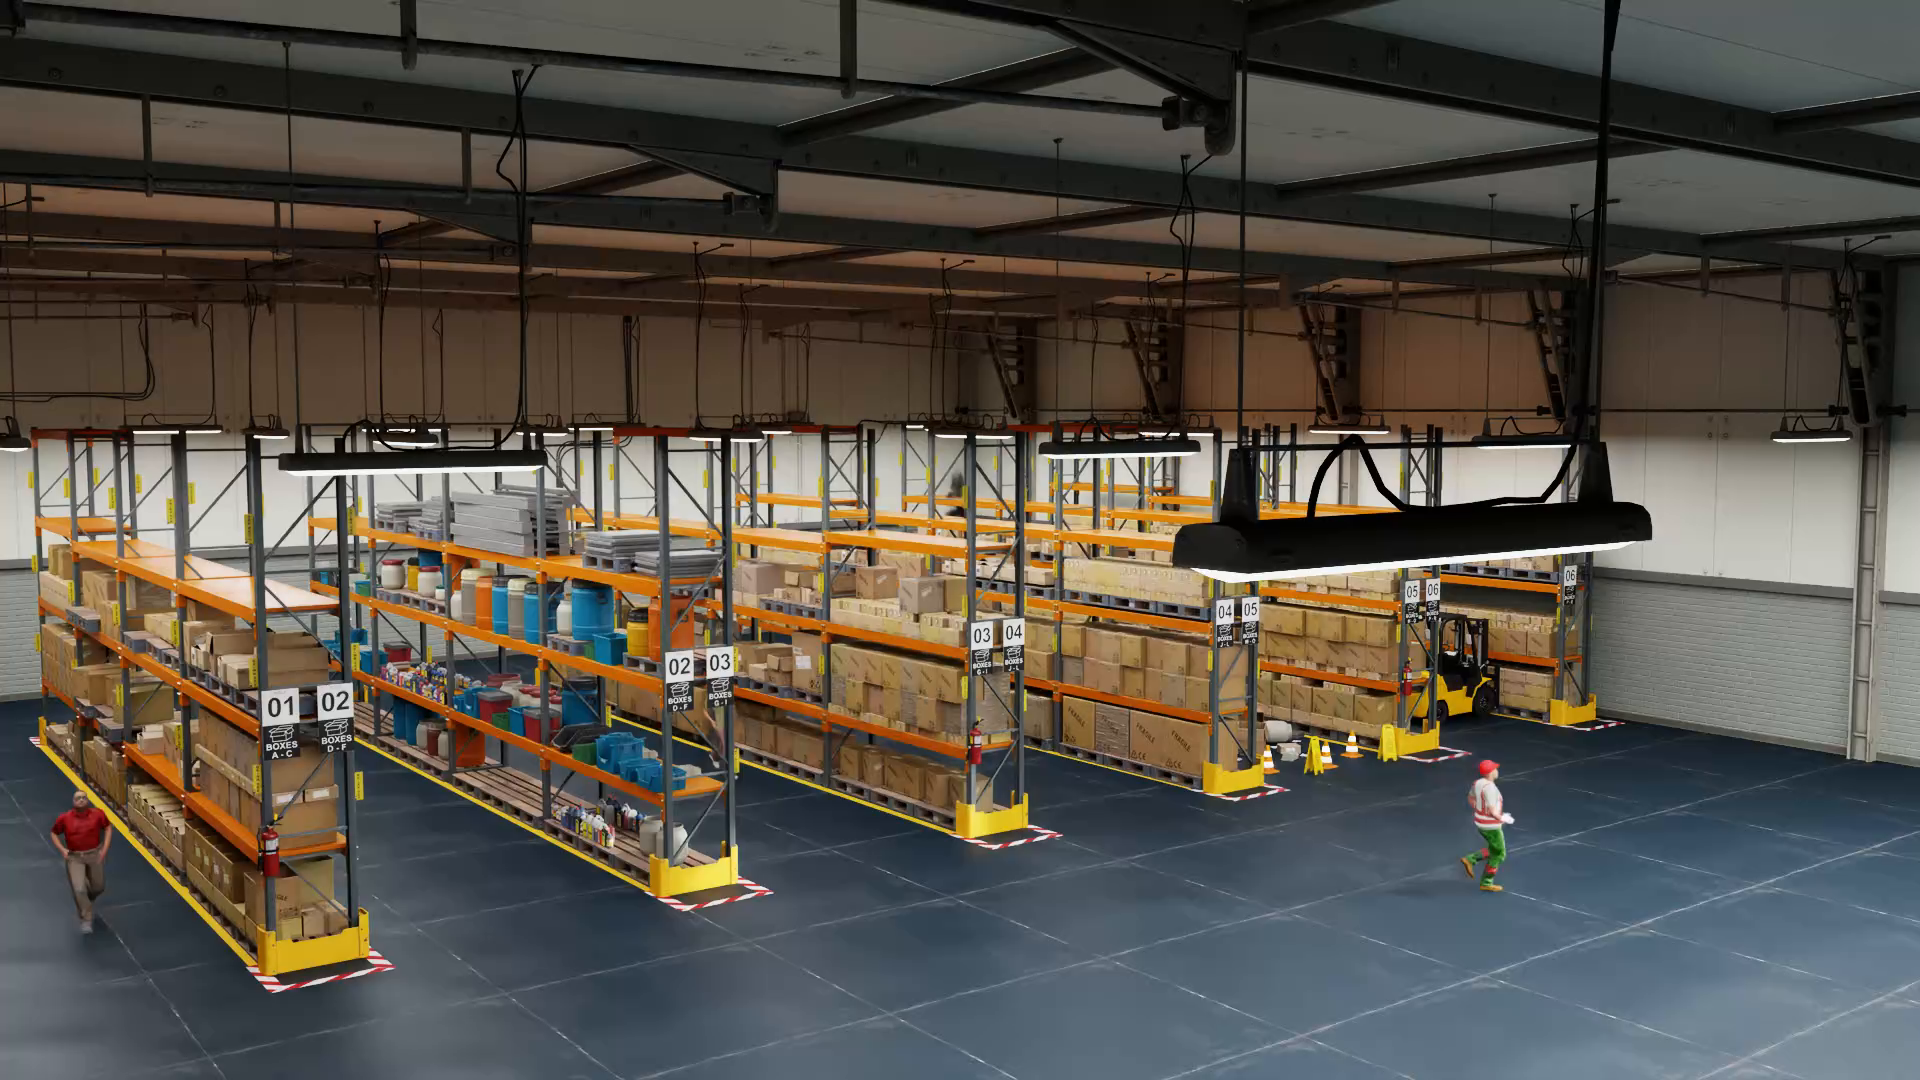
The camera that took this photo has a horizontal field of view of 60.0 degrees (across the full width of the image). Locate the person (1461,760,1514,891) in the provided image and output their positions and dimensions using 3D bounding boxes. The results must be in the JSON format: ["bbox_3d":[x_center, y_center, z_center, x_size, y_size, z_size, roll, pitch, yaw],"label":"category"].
[{"bbox_3d":[6.933,3.751,21.861,0.601,1.742,0.657,0,4,-3],"label":"person"}]

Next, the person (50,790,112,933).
[{"bbox_3d":[-10.773,3.907,20.424,0.667,1.695,0.815,-3,6,-36],"label":"person"}]

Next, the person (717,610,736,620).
[{"bbox_3d":[-5.801,2.218,41.424,0.733,1.748,0.664,3,5,33],"label":"person"}]

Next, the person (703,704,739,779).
[{"bbox_3d":[-4.086,3.254,28.617,0.588,1.643,0.896,-4,6,-44],"label":"person"}]
